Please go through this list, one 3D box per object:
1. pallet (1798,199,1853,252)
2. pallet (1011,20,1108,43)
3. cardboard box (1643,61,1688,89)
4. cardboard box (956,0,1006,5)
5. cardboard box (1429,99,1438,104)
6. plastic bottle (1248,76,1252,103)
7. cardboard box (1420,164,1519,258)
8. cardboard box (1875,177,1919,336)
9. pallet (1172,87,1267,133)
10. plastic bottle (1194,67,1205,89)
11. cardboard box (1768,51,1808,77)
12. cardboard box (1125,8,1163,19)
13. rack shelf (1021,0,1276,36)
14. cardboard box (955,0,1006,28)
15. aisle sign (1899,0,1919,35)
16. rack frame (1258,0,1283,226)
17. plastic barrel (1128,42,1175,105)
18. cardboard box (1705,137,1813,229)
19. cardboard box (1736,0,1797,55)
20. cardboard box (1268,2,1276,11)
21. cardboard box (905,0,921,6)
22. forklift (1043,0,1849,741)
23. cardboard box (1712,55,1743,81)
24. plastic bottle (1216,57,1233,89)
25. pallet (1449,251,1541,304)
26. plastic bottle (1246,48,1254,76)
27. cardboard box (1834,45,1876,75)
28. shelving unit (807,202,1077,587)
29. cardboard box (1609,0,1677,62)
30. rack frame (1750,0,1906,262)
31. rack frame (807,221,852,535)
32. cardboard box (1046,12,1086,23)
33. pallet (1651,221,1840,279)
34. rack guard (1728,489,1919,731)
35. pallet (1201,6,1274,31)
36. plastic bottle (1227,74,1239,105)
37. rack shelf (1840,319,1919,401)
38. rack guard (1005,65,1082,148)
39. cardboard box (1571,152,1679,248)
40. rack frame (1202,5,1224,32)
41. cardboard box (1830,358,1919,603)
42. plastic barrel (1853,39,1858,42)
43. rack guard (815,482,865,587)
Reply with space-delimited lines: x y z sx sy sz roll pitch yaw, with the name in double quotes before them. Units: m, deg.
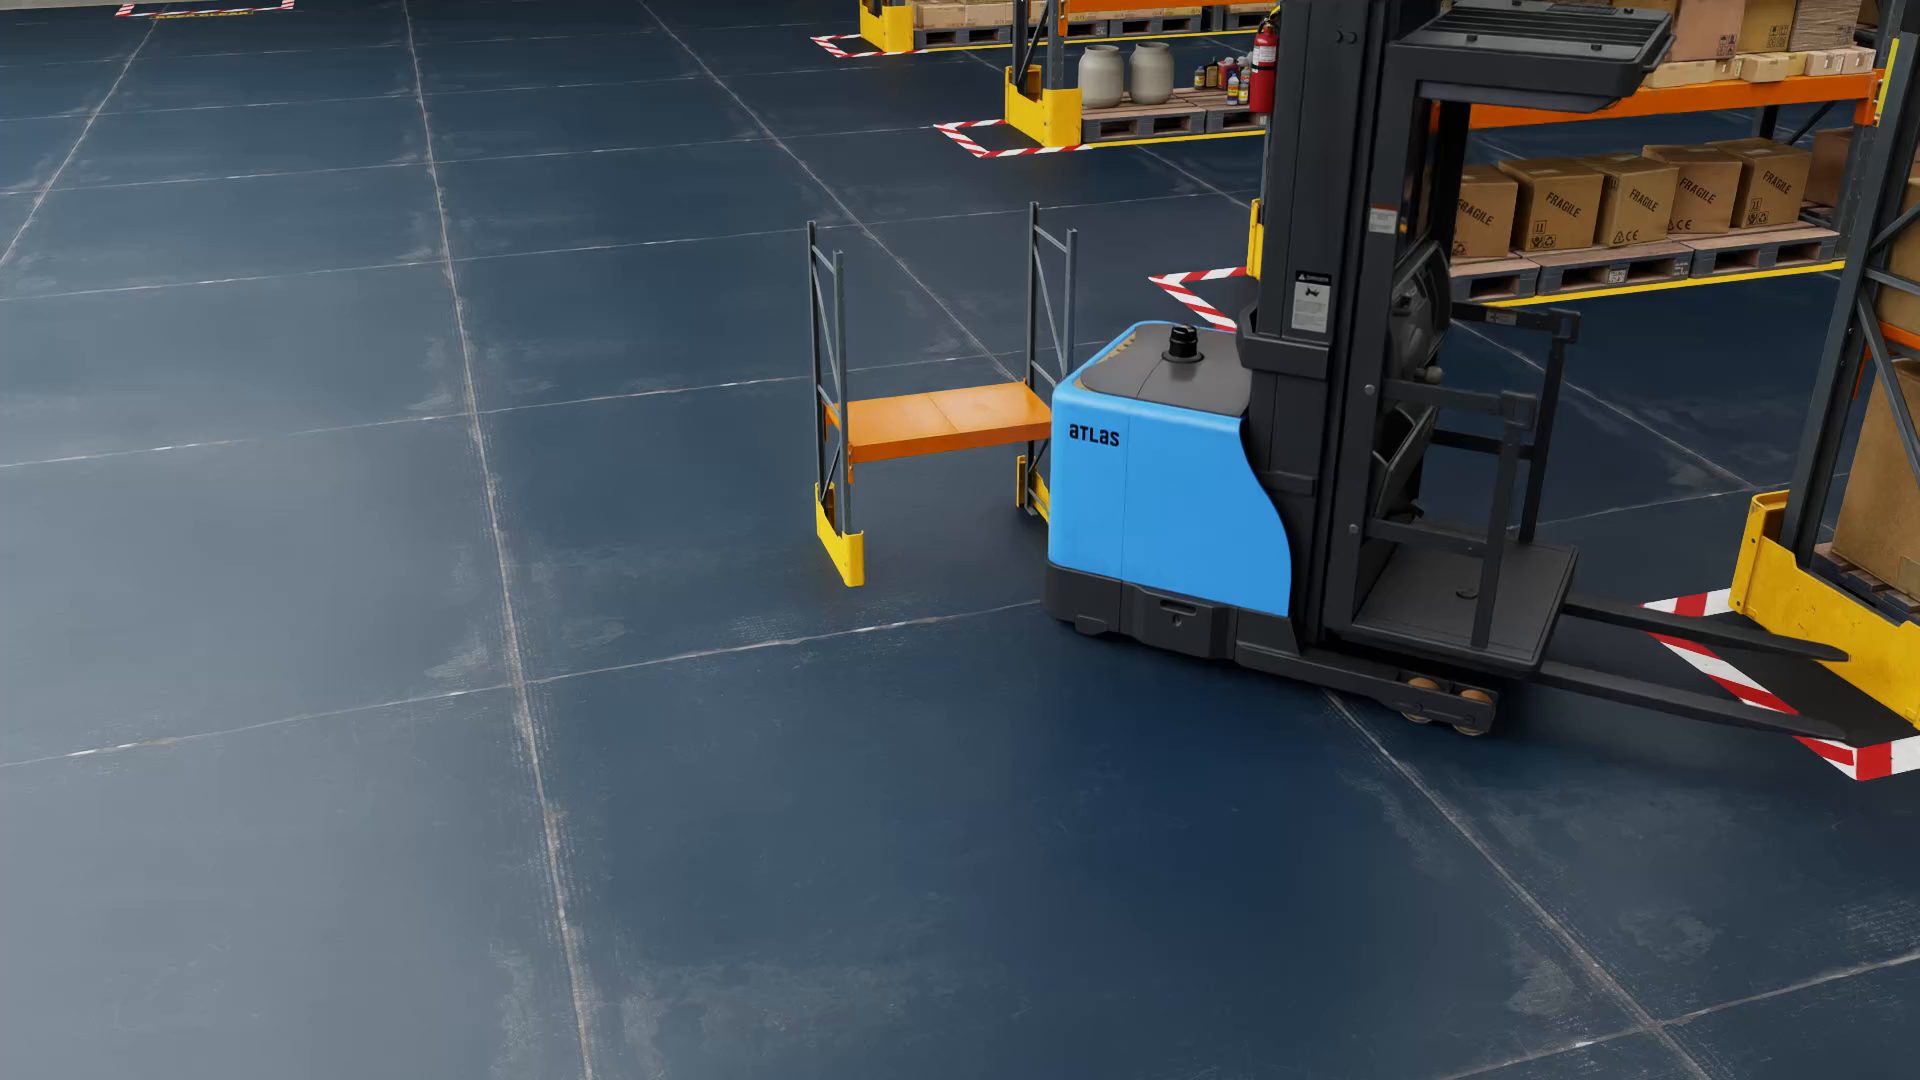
"pallet" 6.772 -2.378 12.302 1.213 0.211 1.003 -8 28 -16
"pallet" 1.037 -6.197 19.996 1.213 0.211 1.003 -8 28 -16
"cardboard box" 4.488 -3.052 10.807 0.250 0.149 0.380 -8 28 -16
"cardboard box" 0.218 -6.499 19.244 0.500 0.500 0.500 -8 28 -16
"cardboard box" 2.817 -2.820 10.340 0.250 0.149 0.380 -8 28 -16
"plastic bottle" 2.736 -4.184 15.364 0.133 0.283 0.061 -8 27 -15
"cardboard box" 3.385 -2.212 11.171 0.500 0.500 0.500 -1 26 -3
"cardboard box" 4.007 -0.994 6.211 0.550 0.550 0.875 -8 28 -16
"pallet" 2.685 -4.119 15.810 1.213 0.211 1.003 -8 28 -16
"plastic bottle" 2.305 -4.444 15.980 0.097 0.201 0.097 0 26 0
"cardboard box" 5.422 -3.213 11.131 0.250 0.149 0.380 -8 28 -16
"cardboard box" 2.116 -6.443 19.975 0.500 0.250 0.500 -8 28 -16
"rack shelf" 2.596 -5.015 15.288 4.000 0.370 1.077 -8 28 -16
"cardboard box" 0.217 -6.164 19.412 0.500 0.250 0.500 -8 28 -16
"aisle sign" 3.508 -2.138 5.760 0.004 0.787 0.394 -8 28 -16
"rack frame" 2.229 -2.968 10.355 0.127 3.000 1.000 -8 28 -16
"plastic barrel" 1.773 -4.328 15.420 0.421 0.512 0.421 0 26 0
"cardboard box" 5.639 -2.549 11.850 0.500 0.500 0.500 -9 28 -18
"cardboard box" 5.099 -3.607 11.195 0.500 0.500 0.875 -8 28 -16
"cardboard box" 3.914 -6.685 20.462 0.500 0.250 0.500 -8 27 -15
"cardboard box" -0.417 -6.312 19.711 0.500 0.250 0.500 -8 28 -16
"forklift" 1.903 -0.847 6.160 3.031 2.935 1.130 13 29 24
"cardboard box" 4.940 -3.153 11.009 0.250 0.149 0.380 -8 28 -16
"plastic bottle" 2.553 -4.500 16.010 0.135 0.276 0.152 -8 28 -16
"pallet" 3.084 -1.826 11.191 1.213 0.211 1.003 -8 28 -16
"plastic bottle" 2.842 -4.578 16.081 0.185 0.351 0.144 -7 27 -14
"cardboard box" 5.919 -3.252 11.210 0.250 0.149 0.380 -8 28 -16
"shelving unit" -0.072 -0.661 7.395 1.083 1.500 0.587 -8 28 -16
"cardboard box" 4.166 -3.444 10.867 0.500 0.500 0.875 -8 28 -16
"rack frame" 6.032 -3.519 11.464 0.127 3.000 1.000 -8 28 -16
"rack frame" -0.564 -0.590 7.252 0.032 1.500 0.500 -8 28 -16
"cardboard box" 1.170 -6.299 19.685 0.500 0.250 0.500 -8 28 -16
"pallet" 5.404 -2.162 11.868 1.213 0.211 1.003 -8 28 -16
"rack guard" 3.646 0.266 6.652 0.348 0.500 1.175 -8 28 -16
"pallet" 3.656 -6.577 20.760 1.213 0.211 1.003 -8 28 -16
"plastic bottle" 2.515 -4.155 15.319 0.097 0.271 0.097 0 26 0
"rack shelf" 5.570 -0.810 6.817 4.000 0.370 1.077 -8 28 -16
"rack guard" 0.752 -3.973 15.190 0.348 0.500 1.175 -8 28 -16
"cardboard box" 4.531 -2.348 11.445 0.500 0.500 0.500 -11 28 -21
"rack frame" 2.968 -7.708 19.902 0.127 3.000 1.000 -8 28 -16
"cardboard box" 4.293 -0.215 6.726 0.875 0.875 0.875 -8 28 -16
"plastic barrel" 9.835 -5.502 17.698 0.708 0.588 0.600 -8 28 -16
"rack guard" -0.546 -0.033 7.535 0.087 0.250 0.587 -8 28 -16
